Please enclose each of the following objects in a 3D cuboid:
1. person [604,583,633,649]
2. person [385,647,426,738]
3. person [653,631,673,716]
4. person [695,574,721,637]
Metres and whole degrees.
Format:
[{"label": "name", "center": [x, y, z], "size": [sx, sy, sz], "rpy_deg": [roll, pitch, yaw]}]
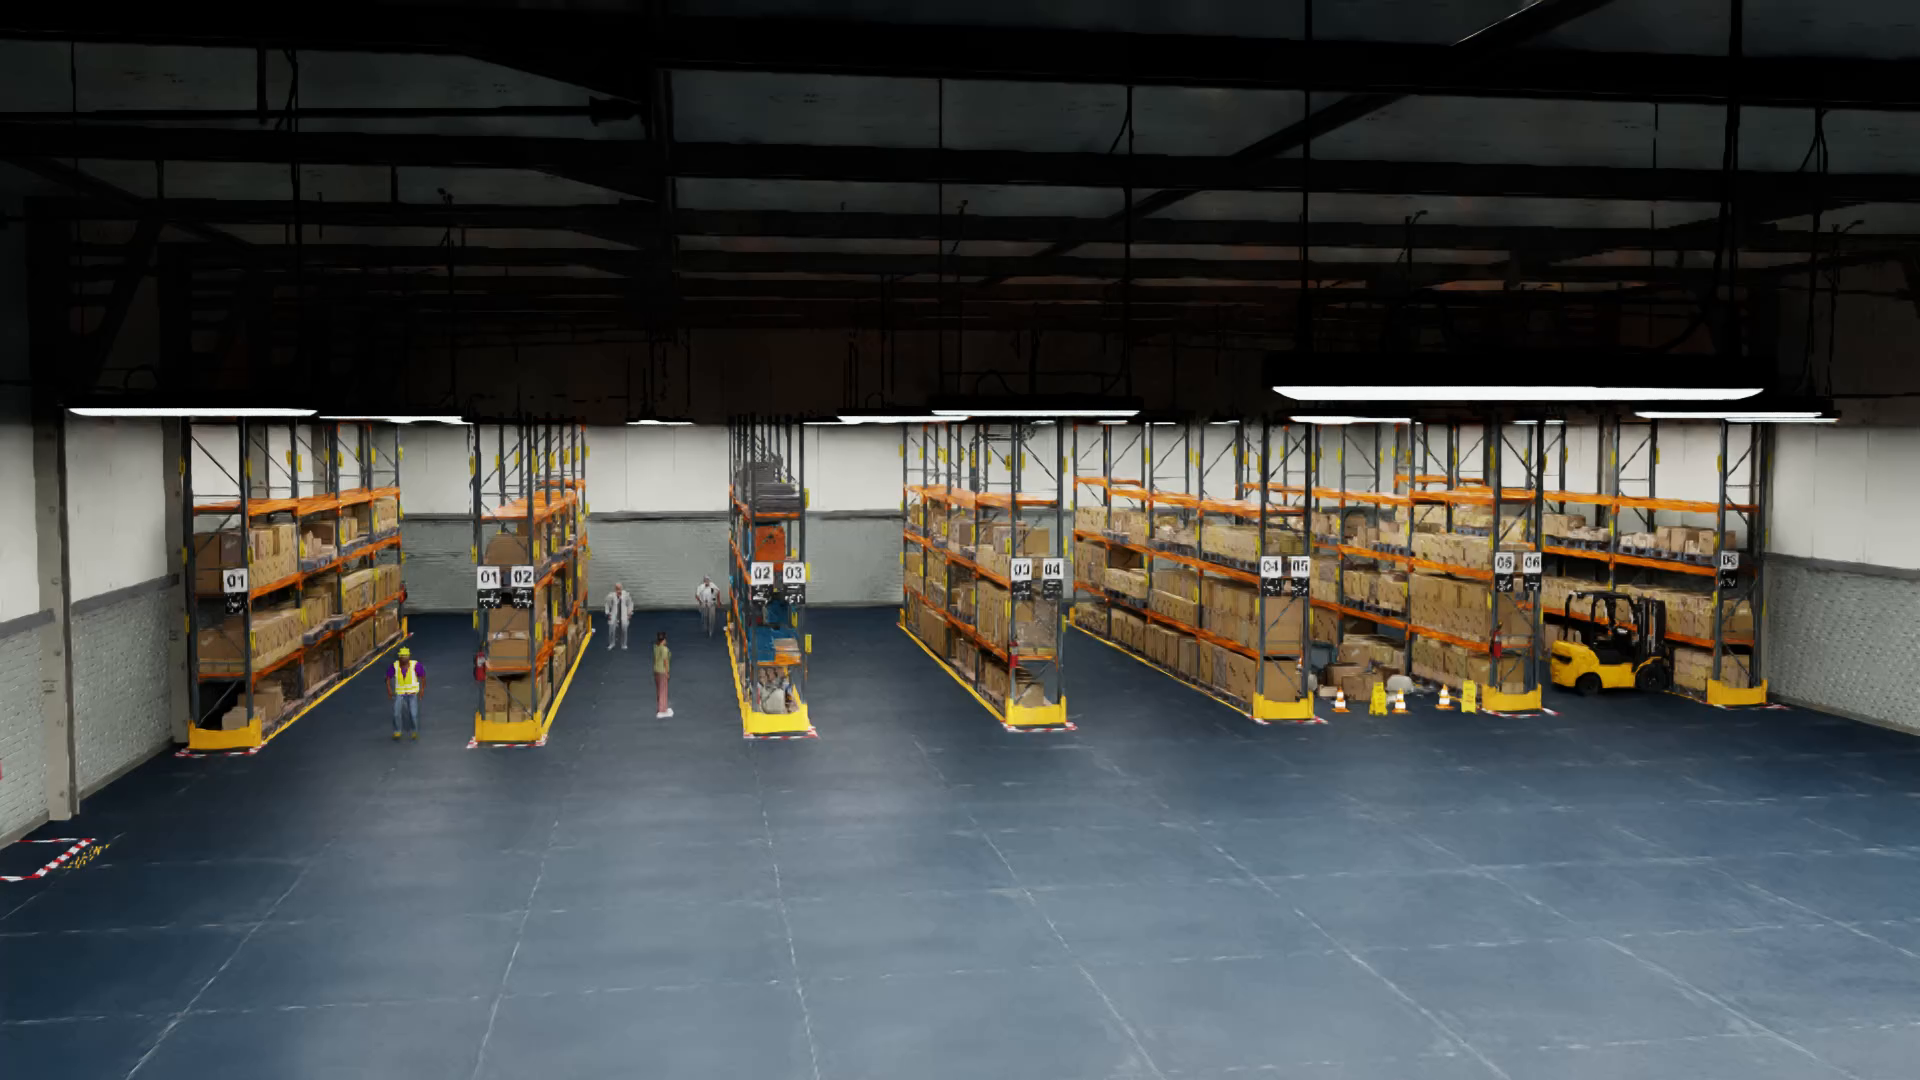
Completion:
[{"label": "person", "center": [-8.802, 1.932, 42.856], "size": [0.729, 1.699, 0.538], "rpy_deg": [-1, 4, -11]}, {"label": "person", "center": [-10.169, 2.800, 30.490], "size": [0.708, 1.714, 0.572], "rpy_deg": [-1, 4, -11]}, {"label": "person", "center": [-5.860, 2.645, 32.928], "size": [0.432, 1.654, 0.499], "rpy_deg": [-3, 5, -39]}, {"label": "person", "center": [-6.924, 1.777, 45.586], "size": [0.686, 1.705, 0.867], "rpy_deg": [0, 4, -4]}]
